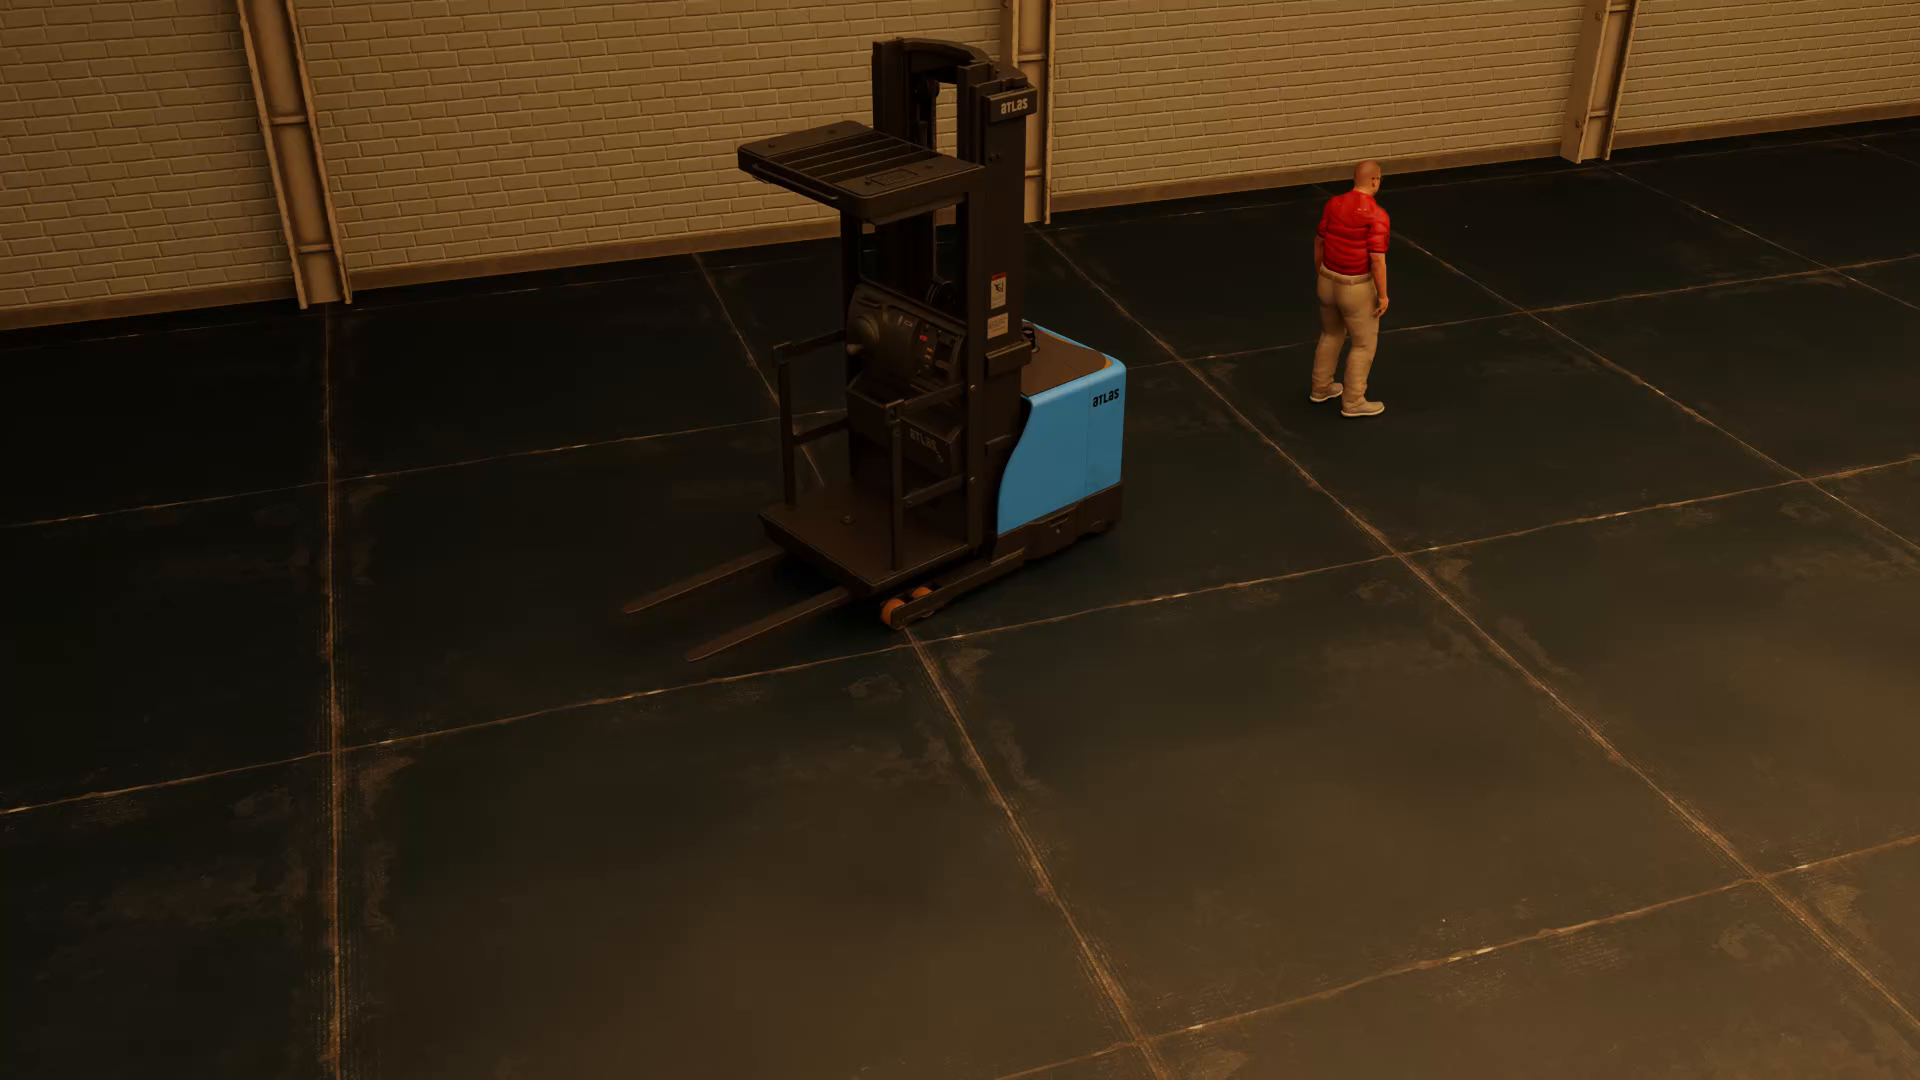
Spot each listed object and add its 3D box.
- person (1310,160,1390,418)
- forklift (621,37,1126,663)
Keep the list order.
[{"bbox_3d":[2.649,-1.704,11.255,0.399,1.726,0.601,-21,36,-32],"label":"person"},{"bbox_3d":[-0.461,-1.072,8.951,3.031,2.935,1.130,-23,37,-34],"label":"forklift"}]
